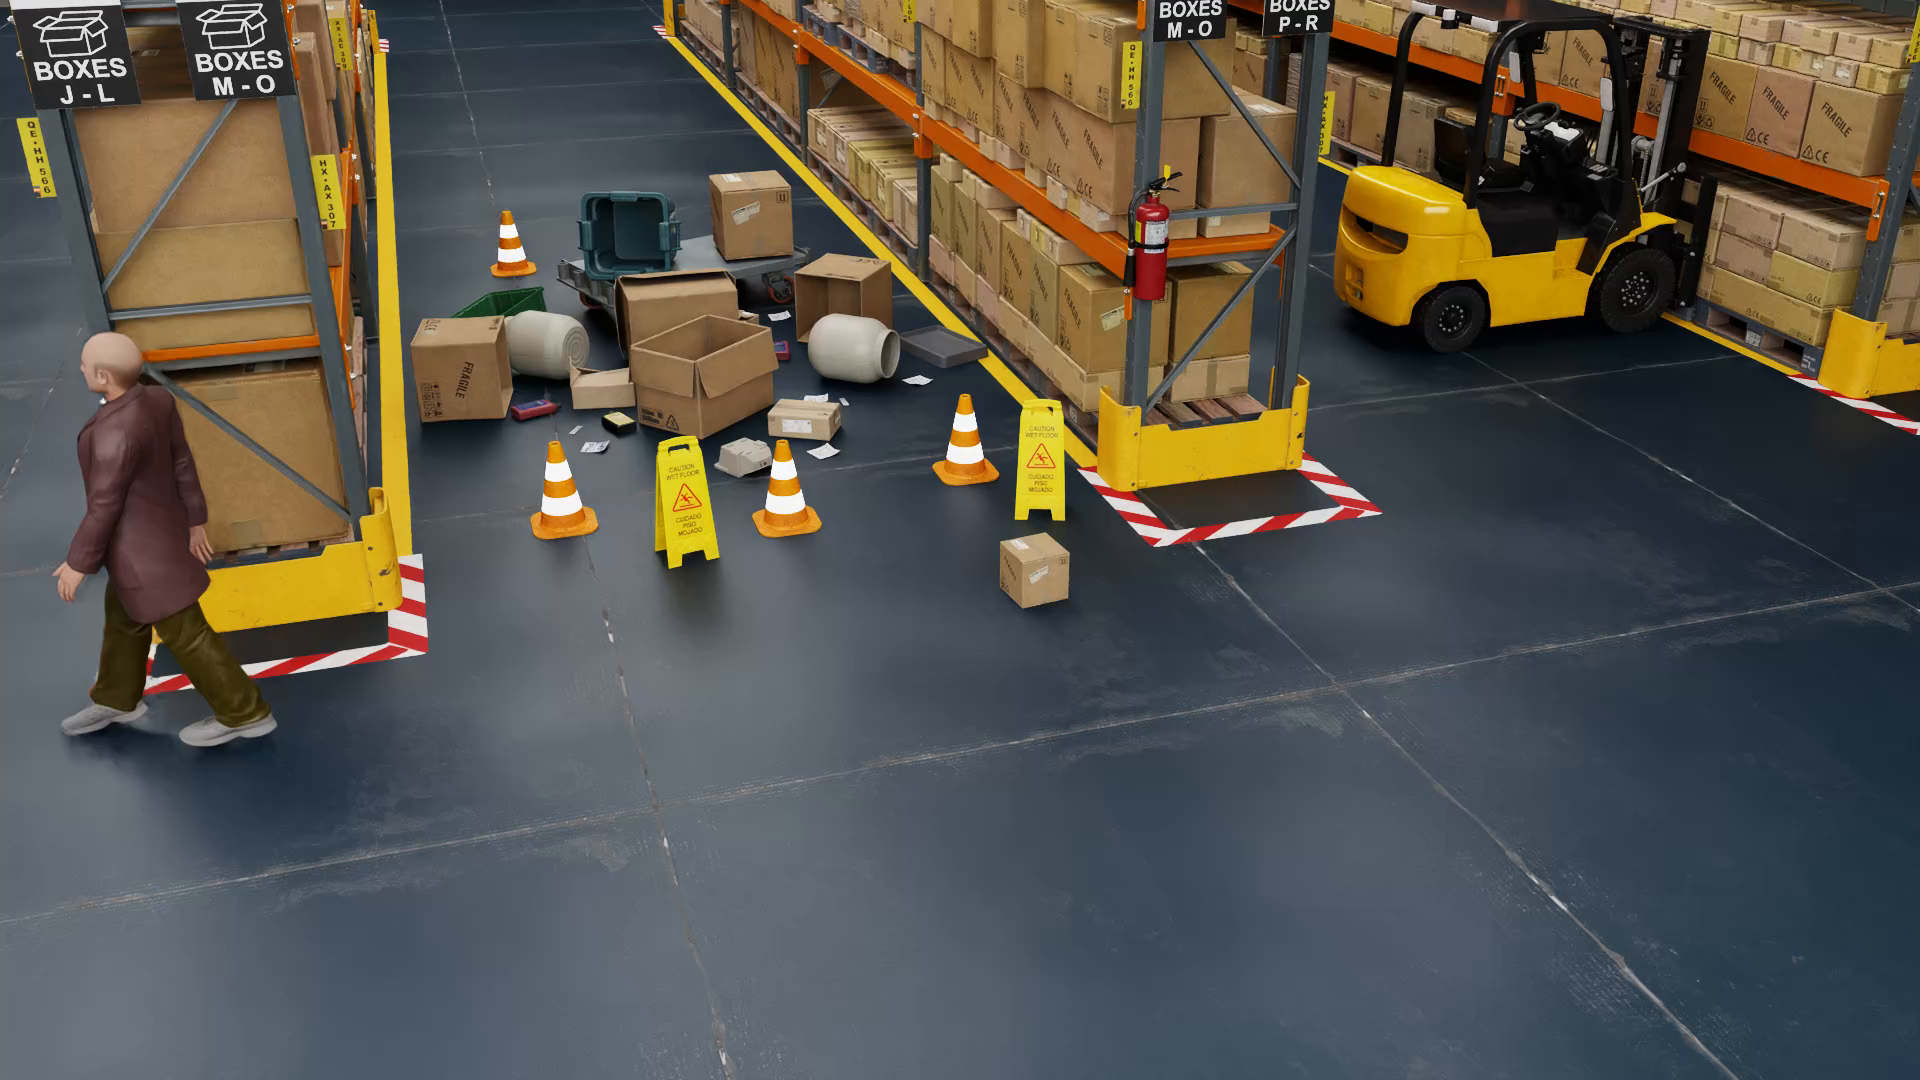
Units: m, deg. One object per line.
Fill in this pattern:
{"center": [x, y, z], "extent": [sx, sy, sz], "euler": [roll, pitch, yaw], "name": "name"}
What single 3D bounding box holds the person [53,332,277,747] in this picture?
{"center": [-3.304, 0.042, 6.533], "extent": [0.917, 1.777, 0.577], "euler": [-4, 26, -8], "name": "person"}
